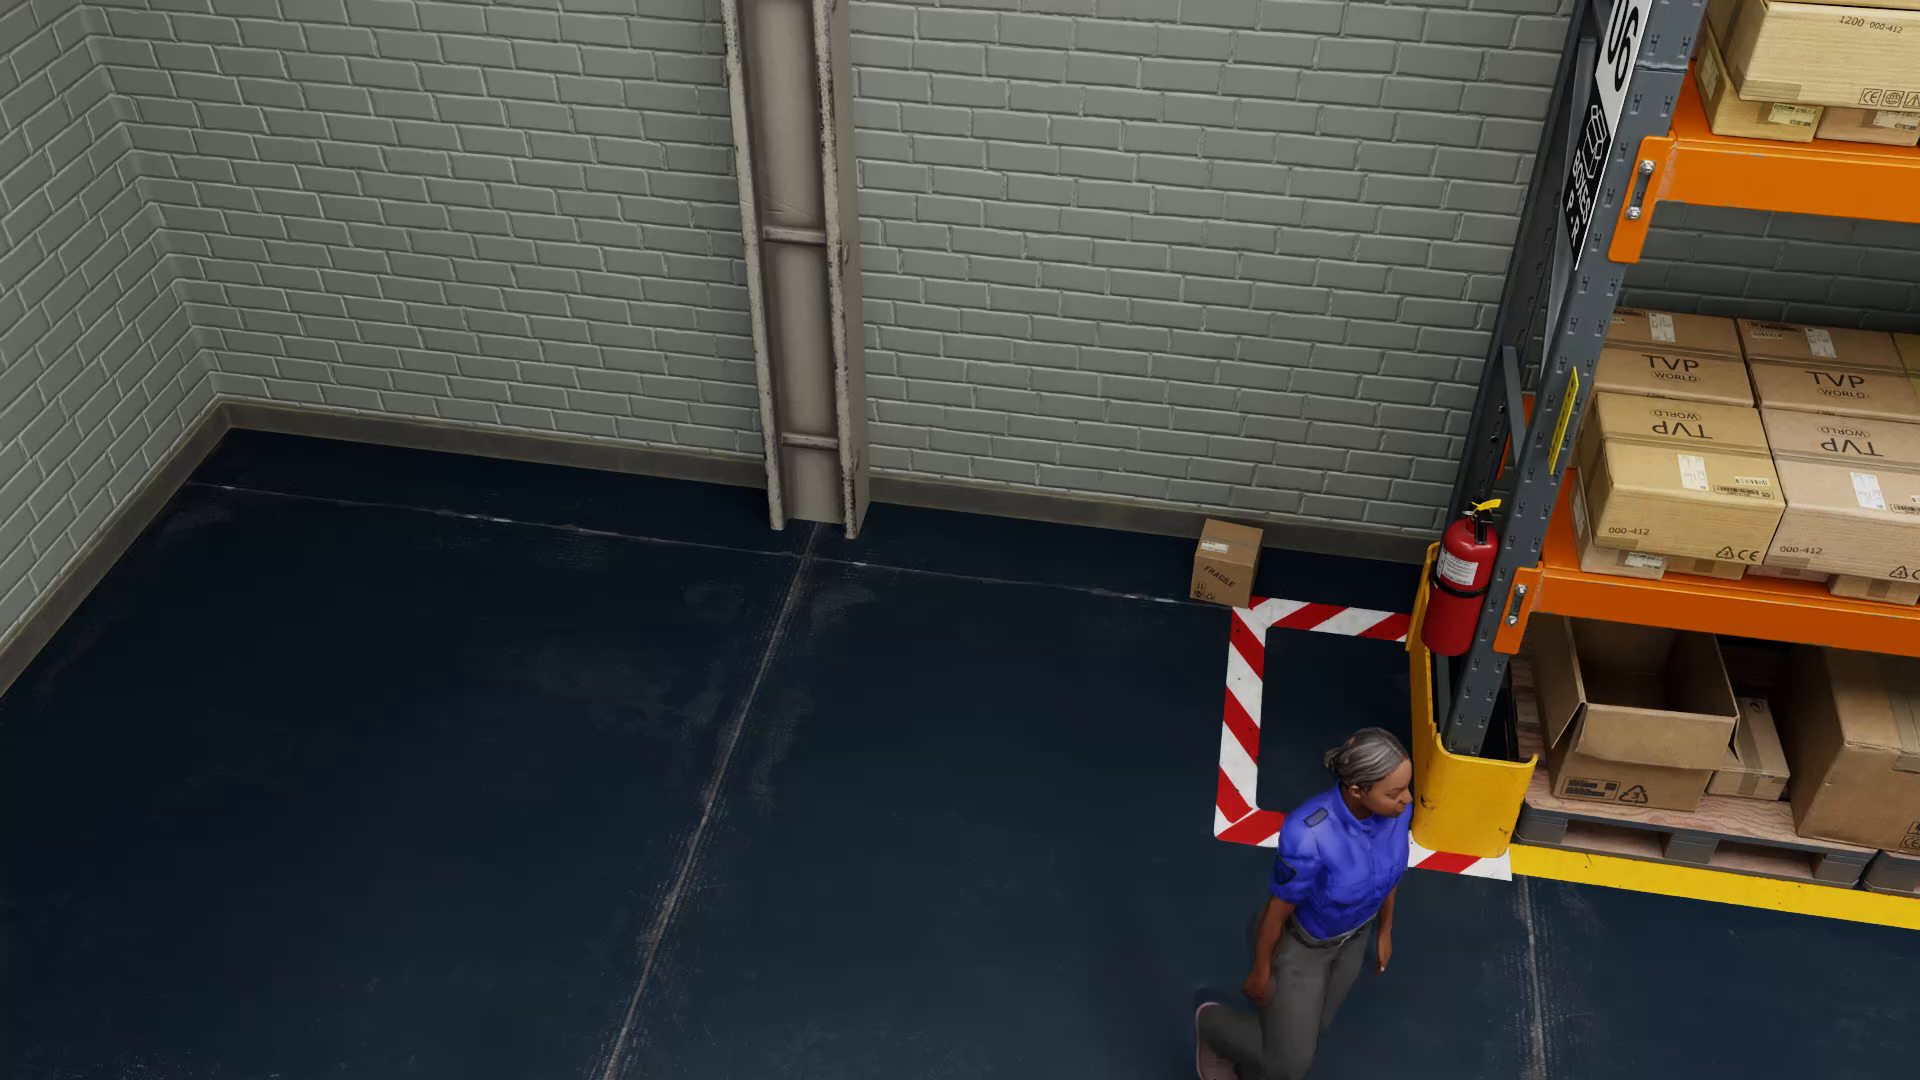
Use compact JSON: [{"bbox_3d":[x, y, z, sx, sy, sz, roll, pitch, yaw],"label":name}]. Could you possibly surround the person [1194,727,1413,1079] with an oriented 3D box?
[{"bbox_3d":[1.012,1.128,4.819,0.502,1.649,0.477,-23,46,-24],"label":"person"}]
